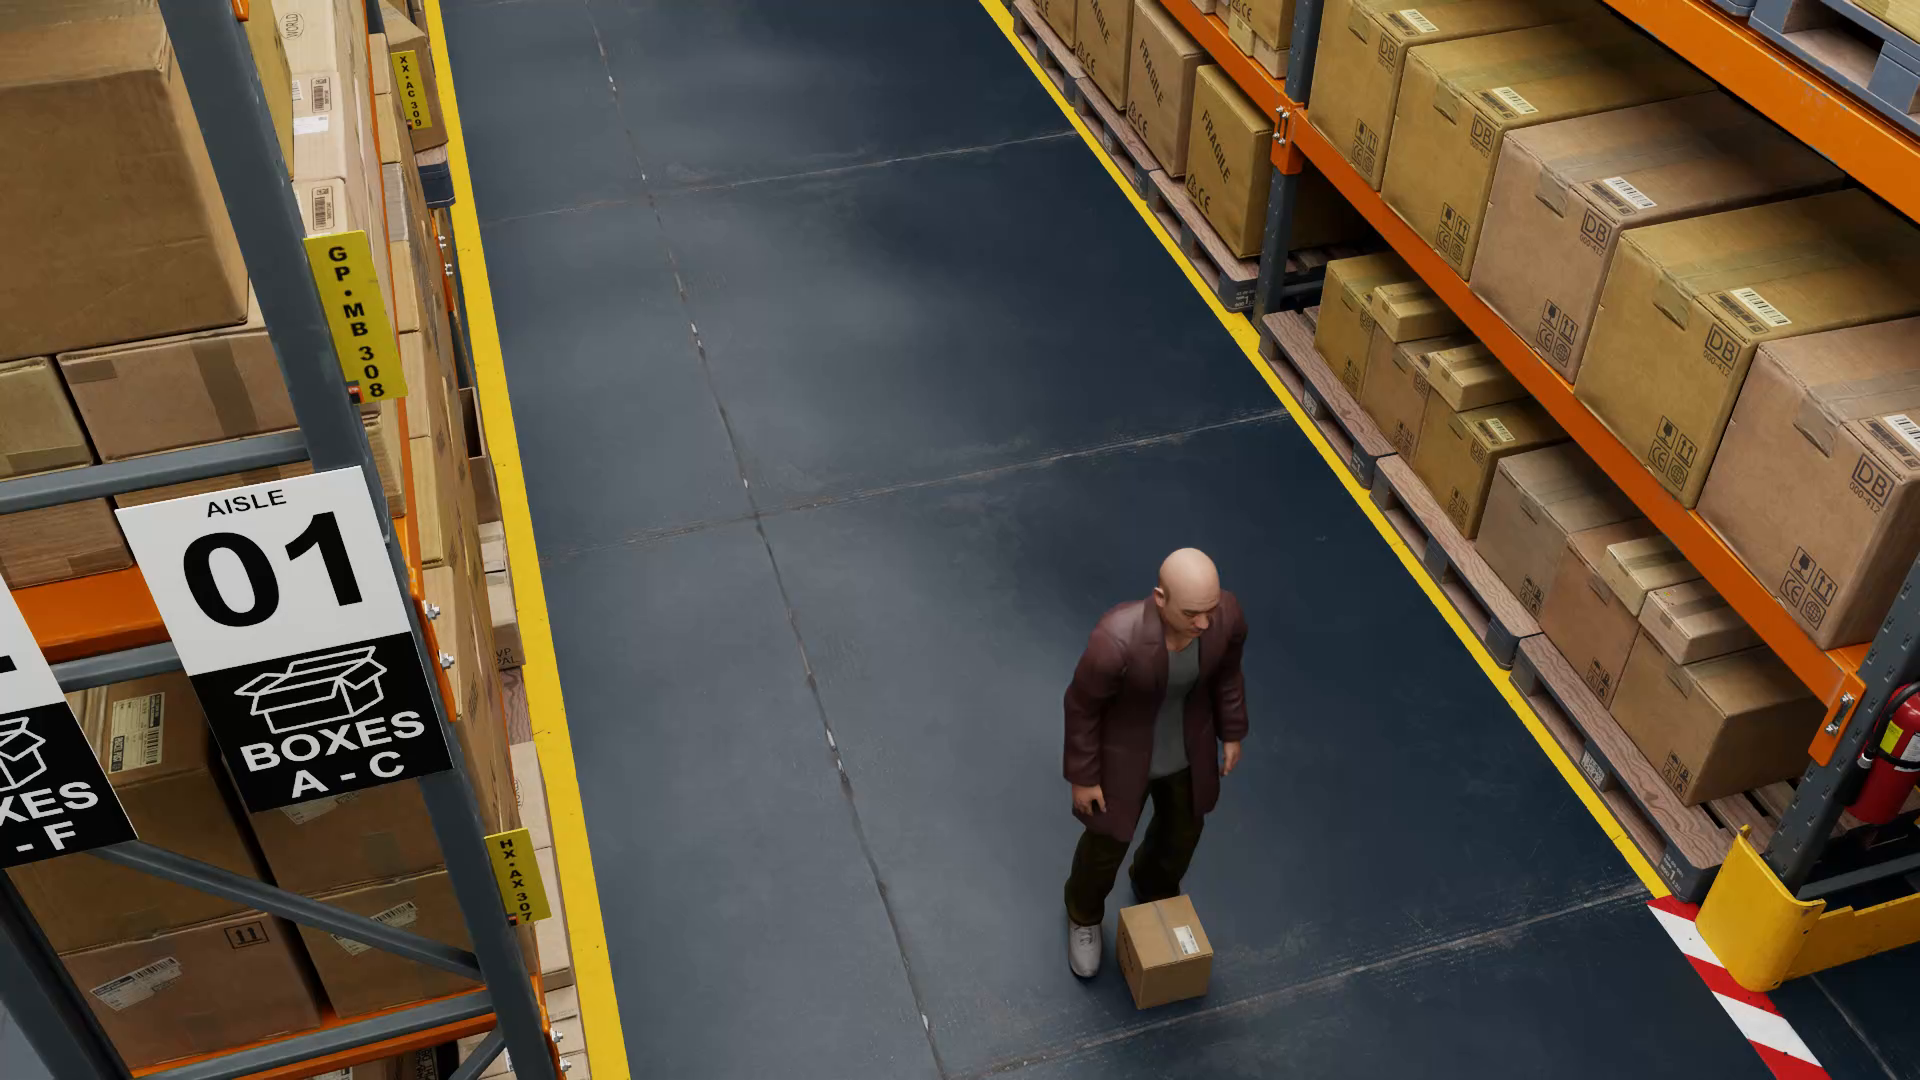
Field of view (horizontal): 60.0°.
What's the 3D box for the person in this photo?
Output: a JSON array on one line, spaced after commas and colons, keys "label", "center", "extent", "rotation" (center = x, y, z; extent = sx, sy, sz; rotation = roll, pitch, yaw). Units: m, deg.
[{"label": "person", "center": [0.633, 0.691, 5.395], "extent": [0.654, 1.774, 0.421], "rotation": [-14, 44, -15]}]
